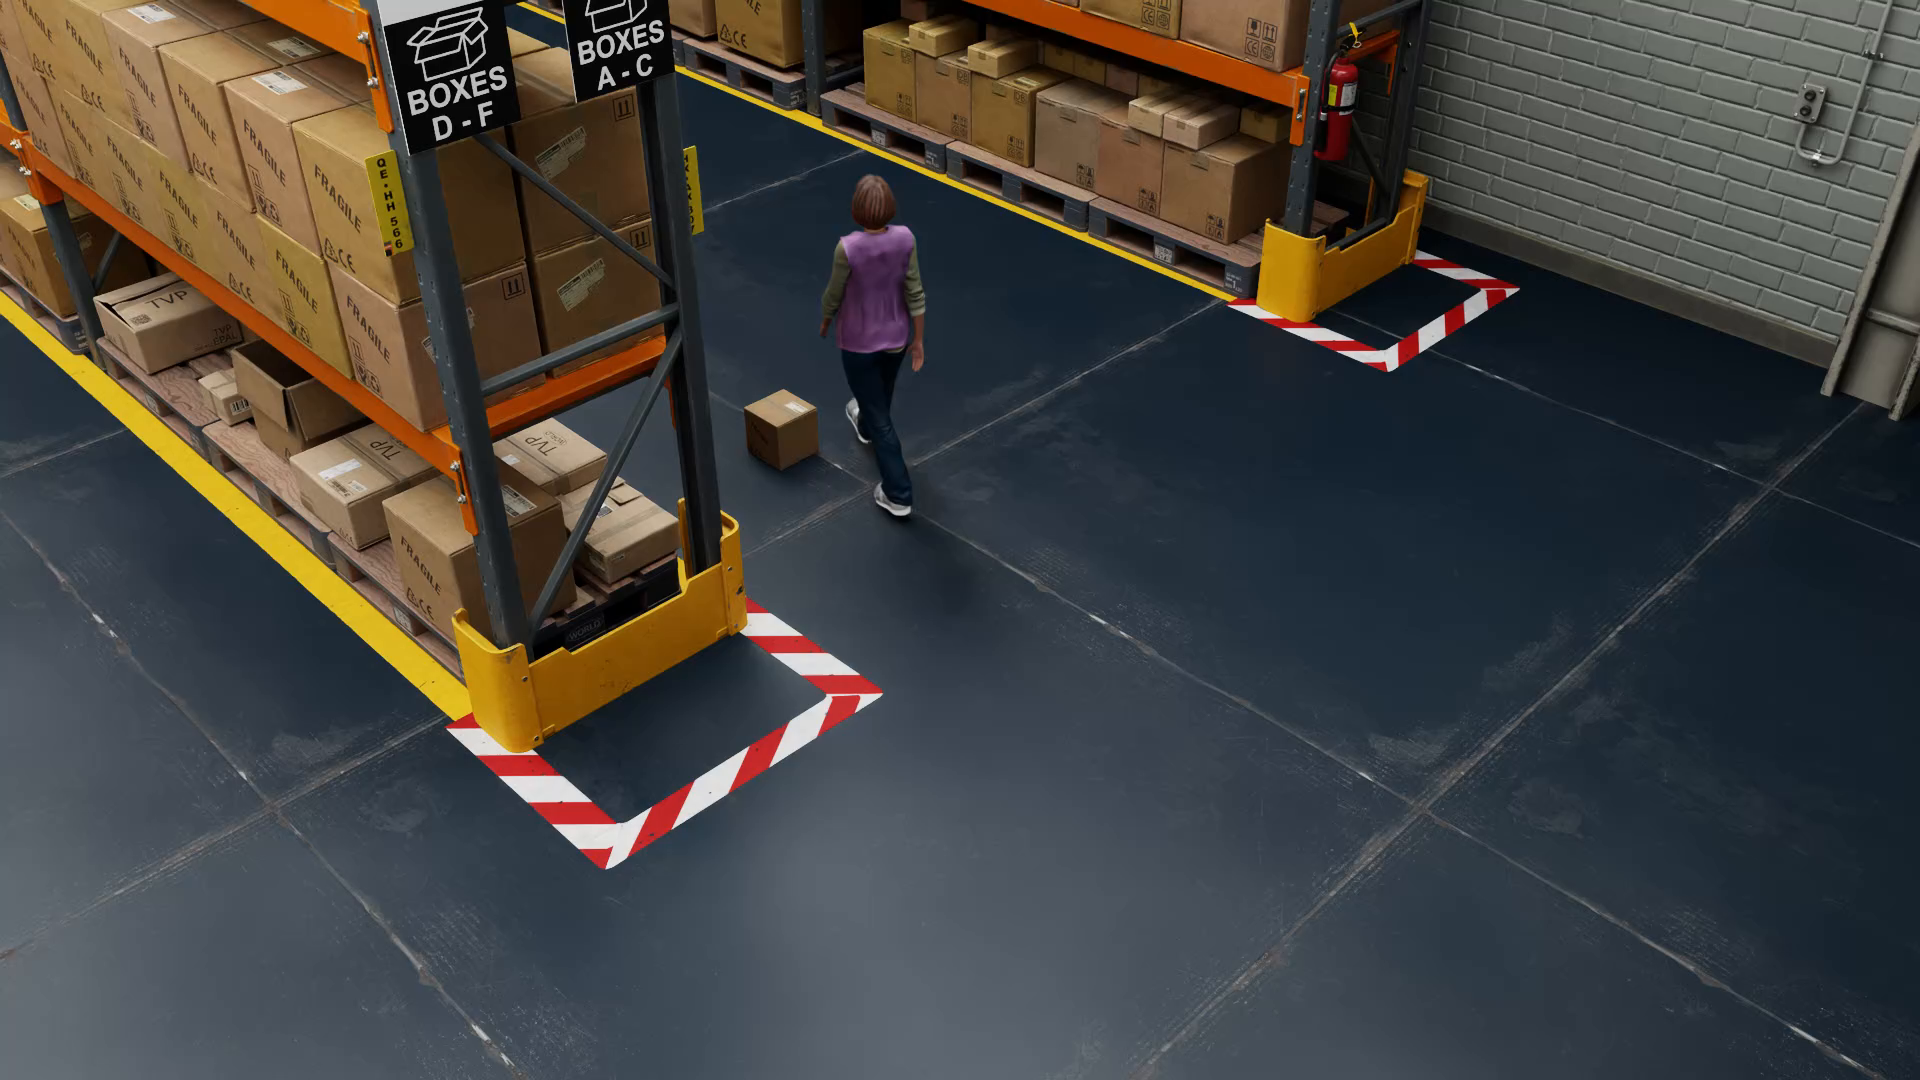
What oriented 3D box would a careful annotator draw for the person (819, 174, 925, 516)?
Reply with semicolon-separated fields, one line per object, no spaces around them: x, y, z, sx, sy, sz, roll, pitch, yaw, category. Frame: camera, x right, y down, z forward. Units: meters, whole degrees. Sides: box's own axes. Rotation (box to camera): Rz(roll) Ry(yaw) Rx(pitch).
-0.437;-0.947;7.448;0.417;1.558;0.883;-19;40;-24;person
